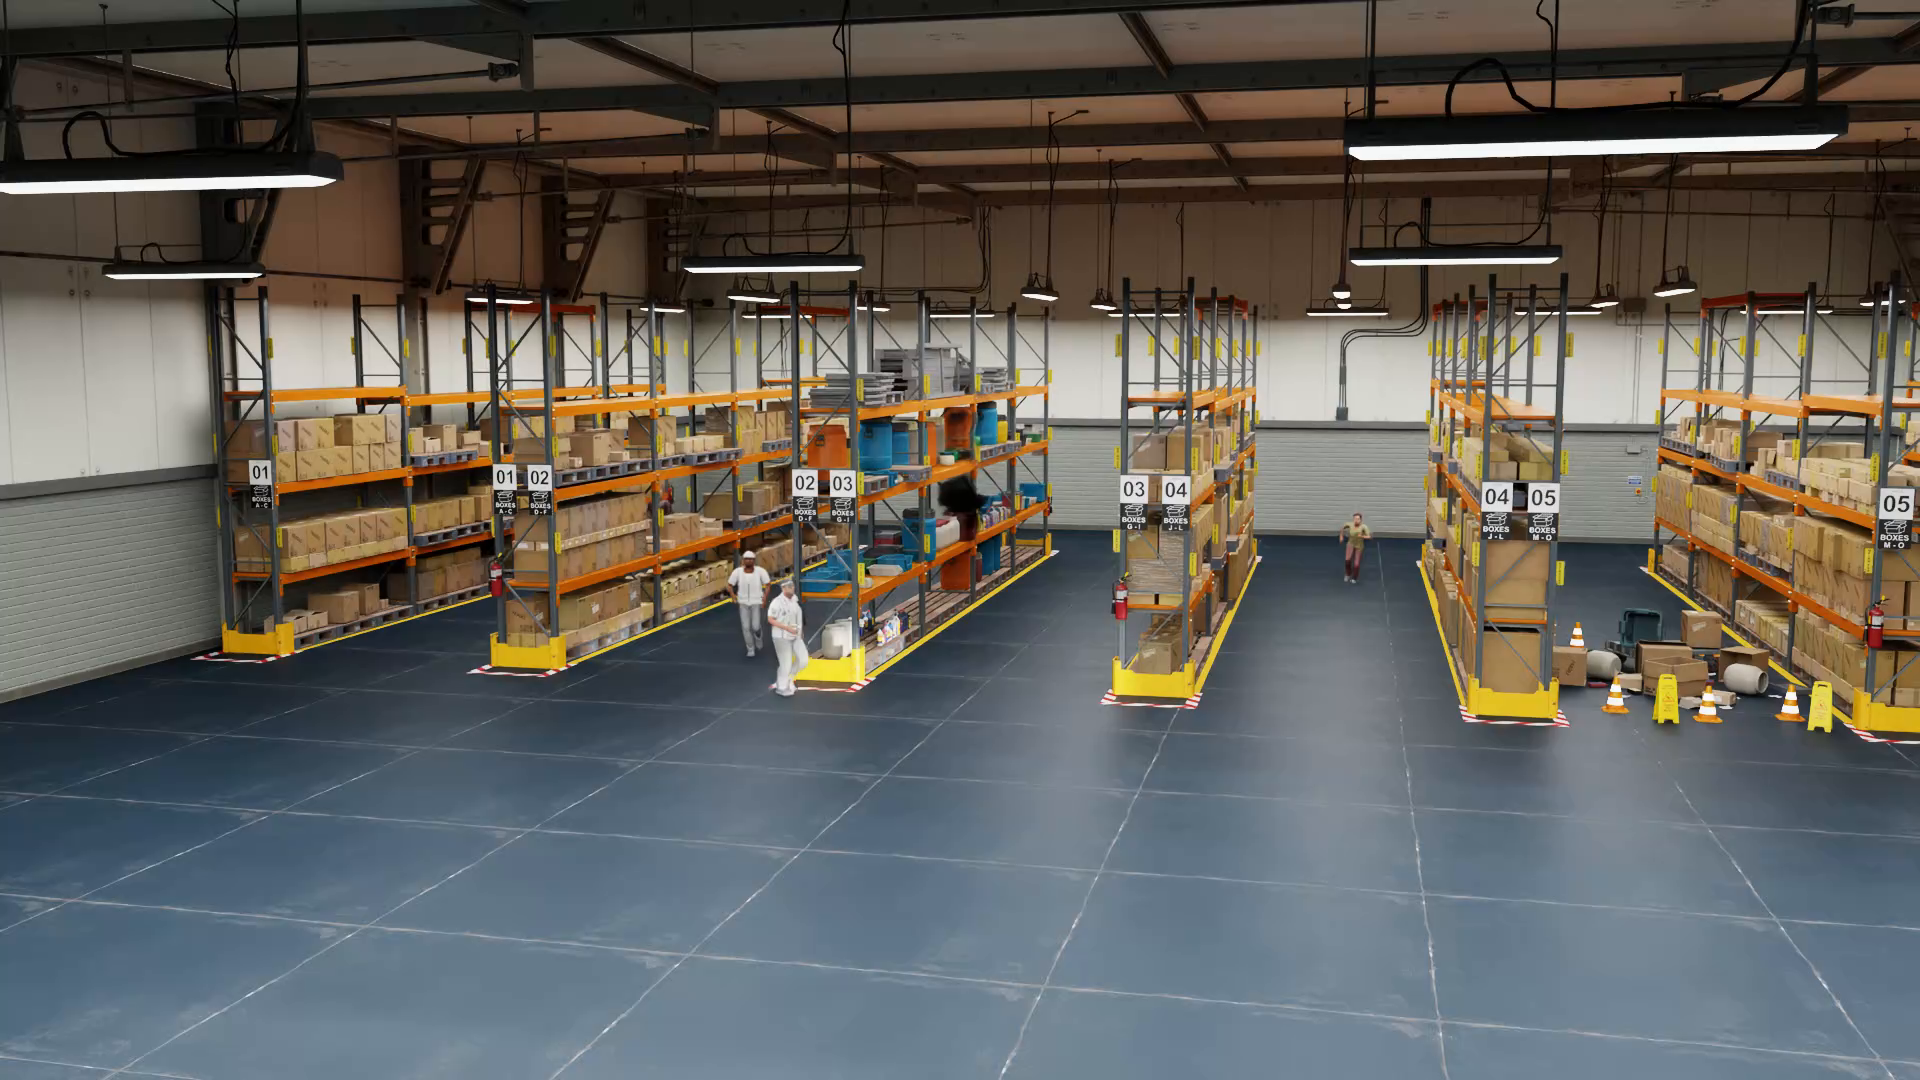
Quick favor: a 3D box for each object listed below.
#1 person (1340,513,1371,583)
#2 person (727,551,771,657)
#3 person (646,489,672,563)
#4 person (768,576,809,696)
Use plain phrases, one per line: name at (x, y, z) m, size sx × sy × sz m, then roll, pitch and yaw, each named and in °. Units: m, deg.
person at (8.448, 0.173, 35.571) m, size 0.646 × 1.561 × 0.751 m, roll 2°, pitch 7°, yaw 14°
person at (-3.453, 1.024, 27.205) m, size 0.708 × 1.727 × 0.585 m, roll 0°, pitch 7°, yaw -2°
person at (-6.982, -0.290, 38.469) m, size 0.676 × 1.793 × 0.765 m, roll 0°, pitch 7°, yaw 4°
person at (-2.444, 1.388, 23.931) m, size 0.580 × 1.749 × 0.674 m, roll 6°, pitch 9°, yaw 42°
